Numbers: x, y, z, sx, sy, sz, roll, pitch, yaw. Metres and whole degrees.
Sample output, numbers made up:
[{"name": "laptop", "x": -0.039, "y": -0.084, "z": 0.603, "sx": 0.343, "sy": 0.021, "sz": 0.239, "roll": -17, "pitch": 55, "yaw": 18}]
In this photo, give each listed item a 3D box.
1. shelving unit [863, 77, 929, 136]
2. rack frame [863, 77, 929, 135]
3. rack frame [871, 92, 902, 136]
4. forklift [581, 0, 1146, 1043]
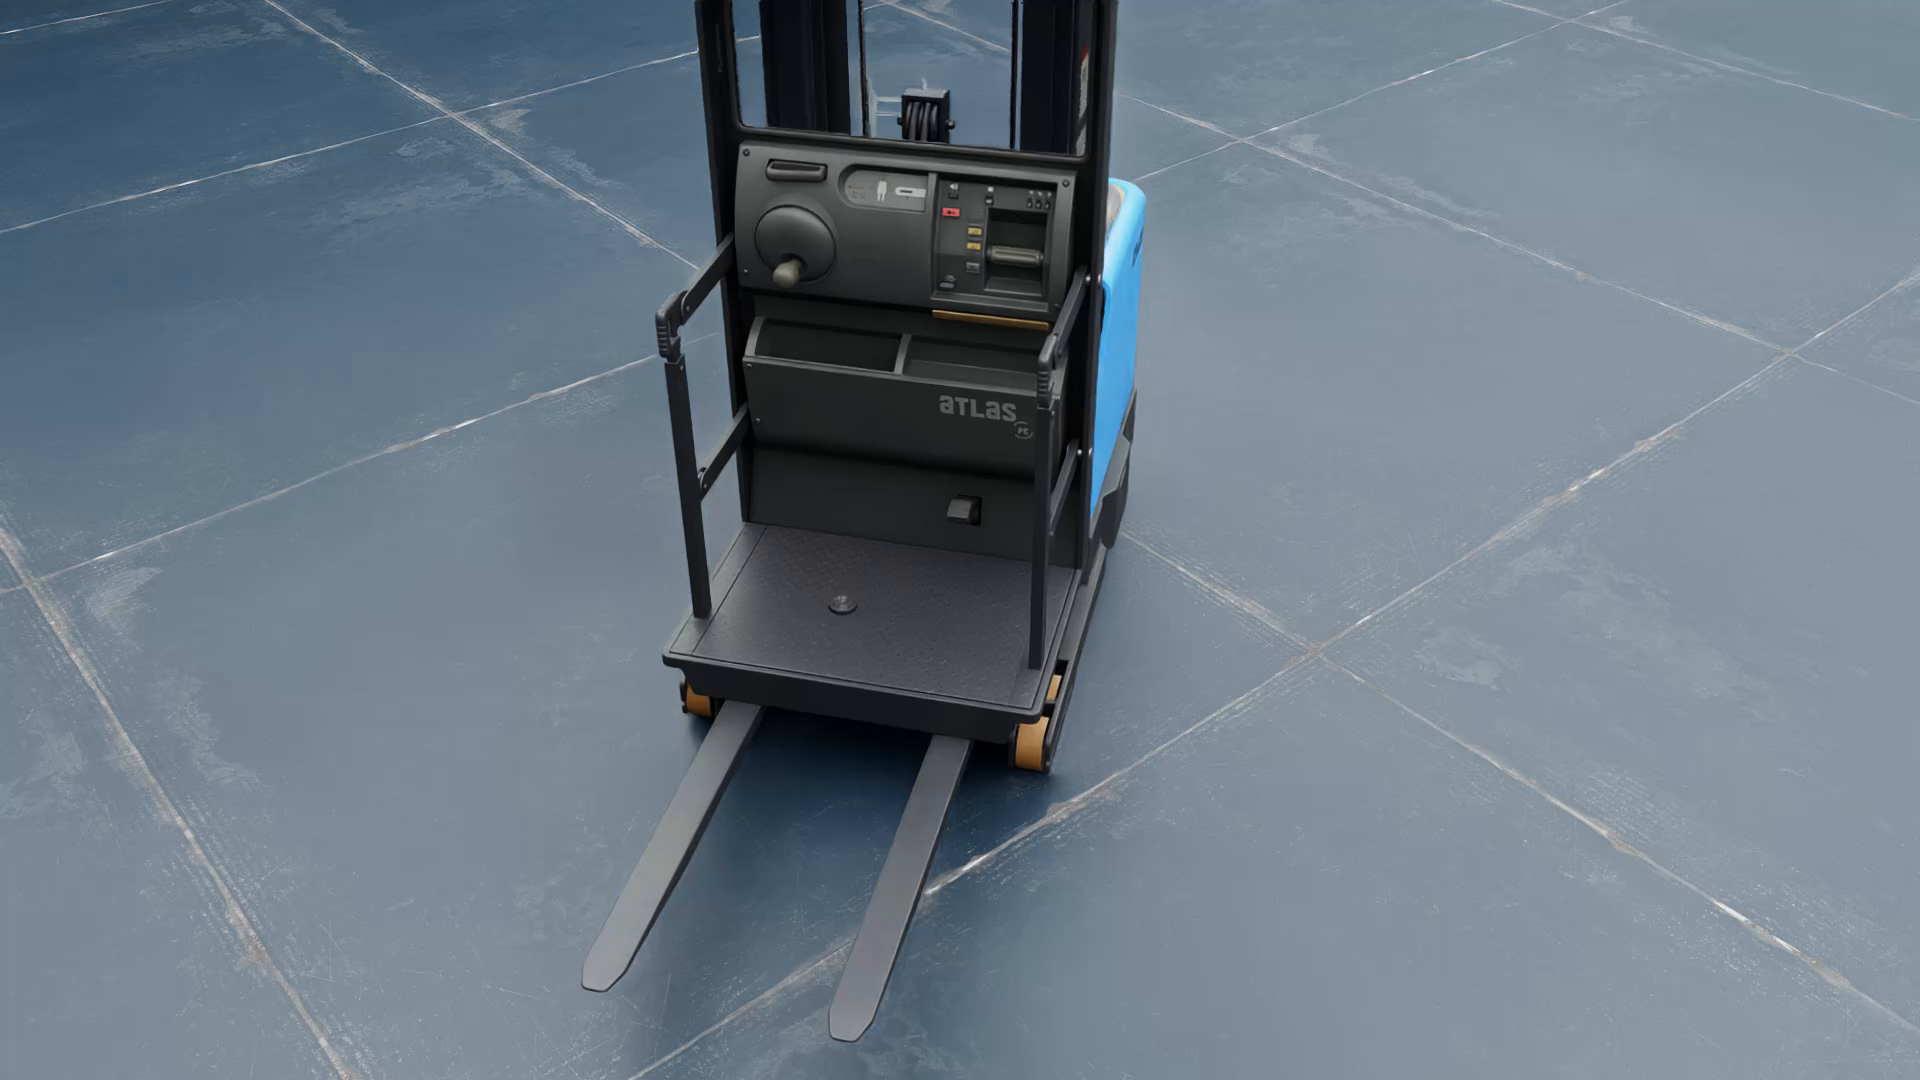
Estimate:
[{"name": "shelving unit", "x": -0.273, "y": -1.186, "z": 6.506, "sx": 0.258, "sy": 1.200, "sz": 0.189, "roll": 4, "pitch": -3, "yaw": 5}, {"name": "rack frame", "x": -0.281, "y": -1.191, "z": 6.415, "sx": 0.240, "sy": 1.200, "sz": 0.006, "roll": 4, "pitch": -3, "yaw": 5}, {"name": "rack frame", "x": -0.265, "y": -1.181, "z": 6.597, "sx": 0.240, "sy": 1.200, "sz": 0.006, "roll": 4, "pitch": -3, "yaw": 5}, {"name": "forklift", "x": -0.205, "y": -0.773, "z": 4.306, "sx": 1.130, "sy": 2.935, "sz": 3.031, "roll": 8, "pitch": 36, "yaw": 11}]
